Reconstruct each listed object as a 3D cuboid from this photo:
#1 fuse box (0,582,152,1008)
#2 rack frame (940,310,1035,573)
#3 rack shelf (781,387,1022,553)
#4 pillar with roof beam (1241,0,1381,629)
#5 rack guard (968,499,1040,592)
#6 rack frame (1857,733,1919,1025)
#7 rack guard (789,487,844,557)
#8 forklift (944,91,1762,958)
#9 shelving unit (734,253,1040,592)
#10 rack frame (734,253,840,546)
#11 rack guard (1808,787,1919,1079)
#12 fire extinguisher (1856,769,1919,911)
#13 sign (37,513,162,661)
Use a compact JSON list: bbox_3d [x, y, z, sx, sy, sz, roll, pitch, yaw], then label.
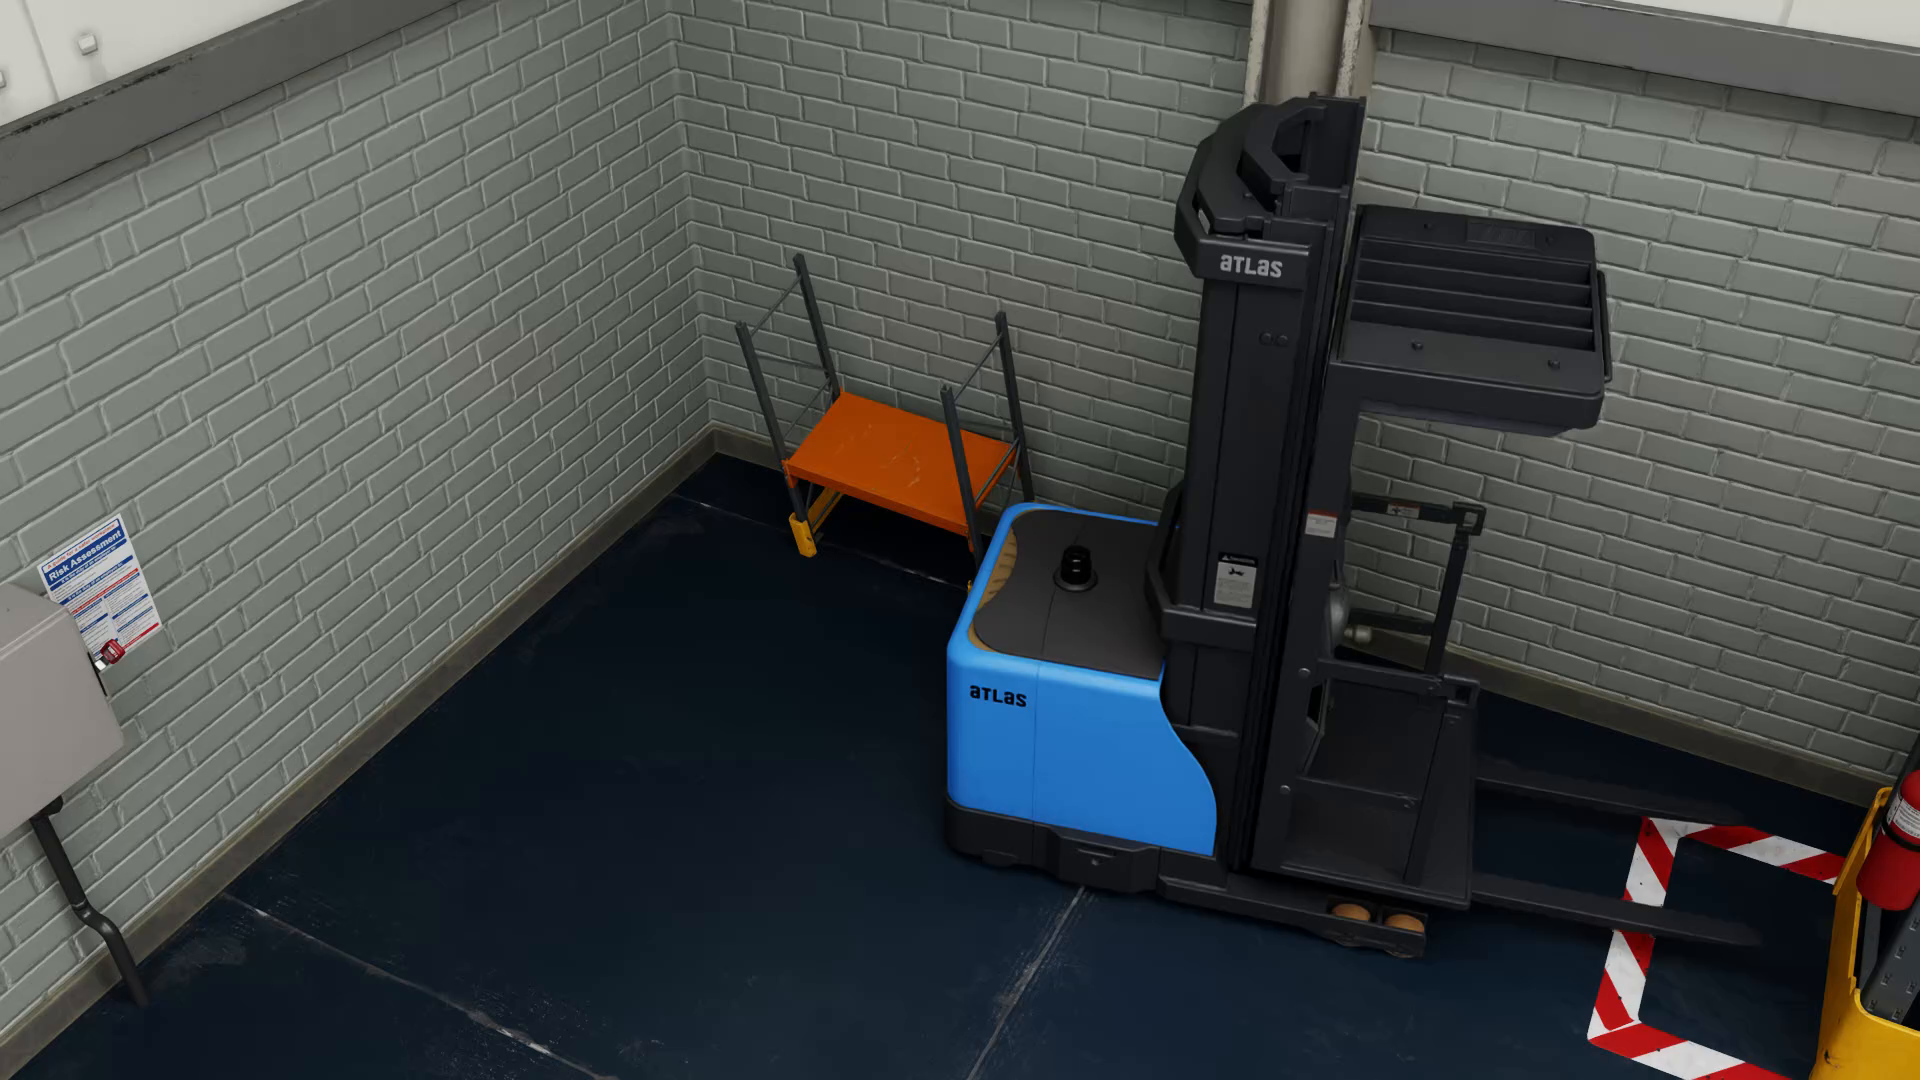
[{"bbox_3d":[-2.938,0.992,5.548,0.414,1.711,0.539,17,41,21],"label":"fuse box"},{"bbox_3d":[0.155,-0.295,7.330,0.032,1.500,0.500,20,57,24],"label":"rack frame"},{"bbox_3d":[-0.258,-0.337,7.674,1.000,0.185,0.538,20,57,24],"label":"rack shelf"},{"bbox_3d":[-0.696,-0.857,1.956,0.400,9.000,9.100,17,41,21],"label":"pillar with roof beam"},{"bbox_3d":[0.223,0.094,7.815,0.087,0.250,0.587,20,57,24],"label":"rack guard"},{"bbox_3d":[3.263,0.455,5.189,0.127,3.000,1.000,17,41,21],"label":"rack frame"},{"bbox_3d":[-0.634,-0.210,8.220,0.087,0.250,0.587,20,57,24],"label":"rack guard"},{"bbox_3d":[1.511,0.034,5.801,3.031,2.935,1.130,9,38,12],"label":"forklift"},{"bbox_3d":[-0.290,-0.453,7.540,1.083,1.500,0.587,20,57,24],"label":"shelving unit"},{"bbox_3d":[-0.720,-0.606,7.743,0.032,1.500,0.500,20,57,24],"label":"rack frame"},{"bbox_3d":[3.331,1.472,5.917,0.348,0.500,1.175,17,41,21],"label":"rack guard"},{"bbox_3d":[2.920,0.842,5.052,0.183,0.674,0.296,17,41,21],"label":"fire extinguisher"},{"bbox_3d":[-2.895,0.194,5.612,0.001,0.494,0.329,17,41,21],"label":"sign"}]
